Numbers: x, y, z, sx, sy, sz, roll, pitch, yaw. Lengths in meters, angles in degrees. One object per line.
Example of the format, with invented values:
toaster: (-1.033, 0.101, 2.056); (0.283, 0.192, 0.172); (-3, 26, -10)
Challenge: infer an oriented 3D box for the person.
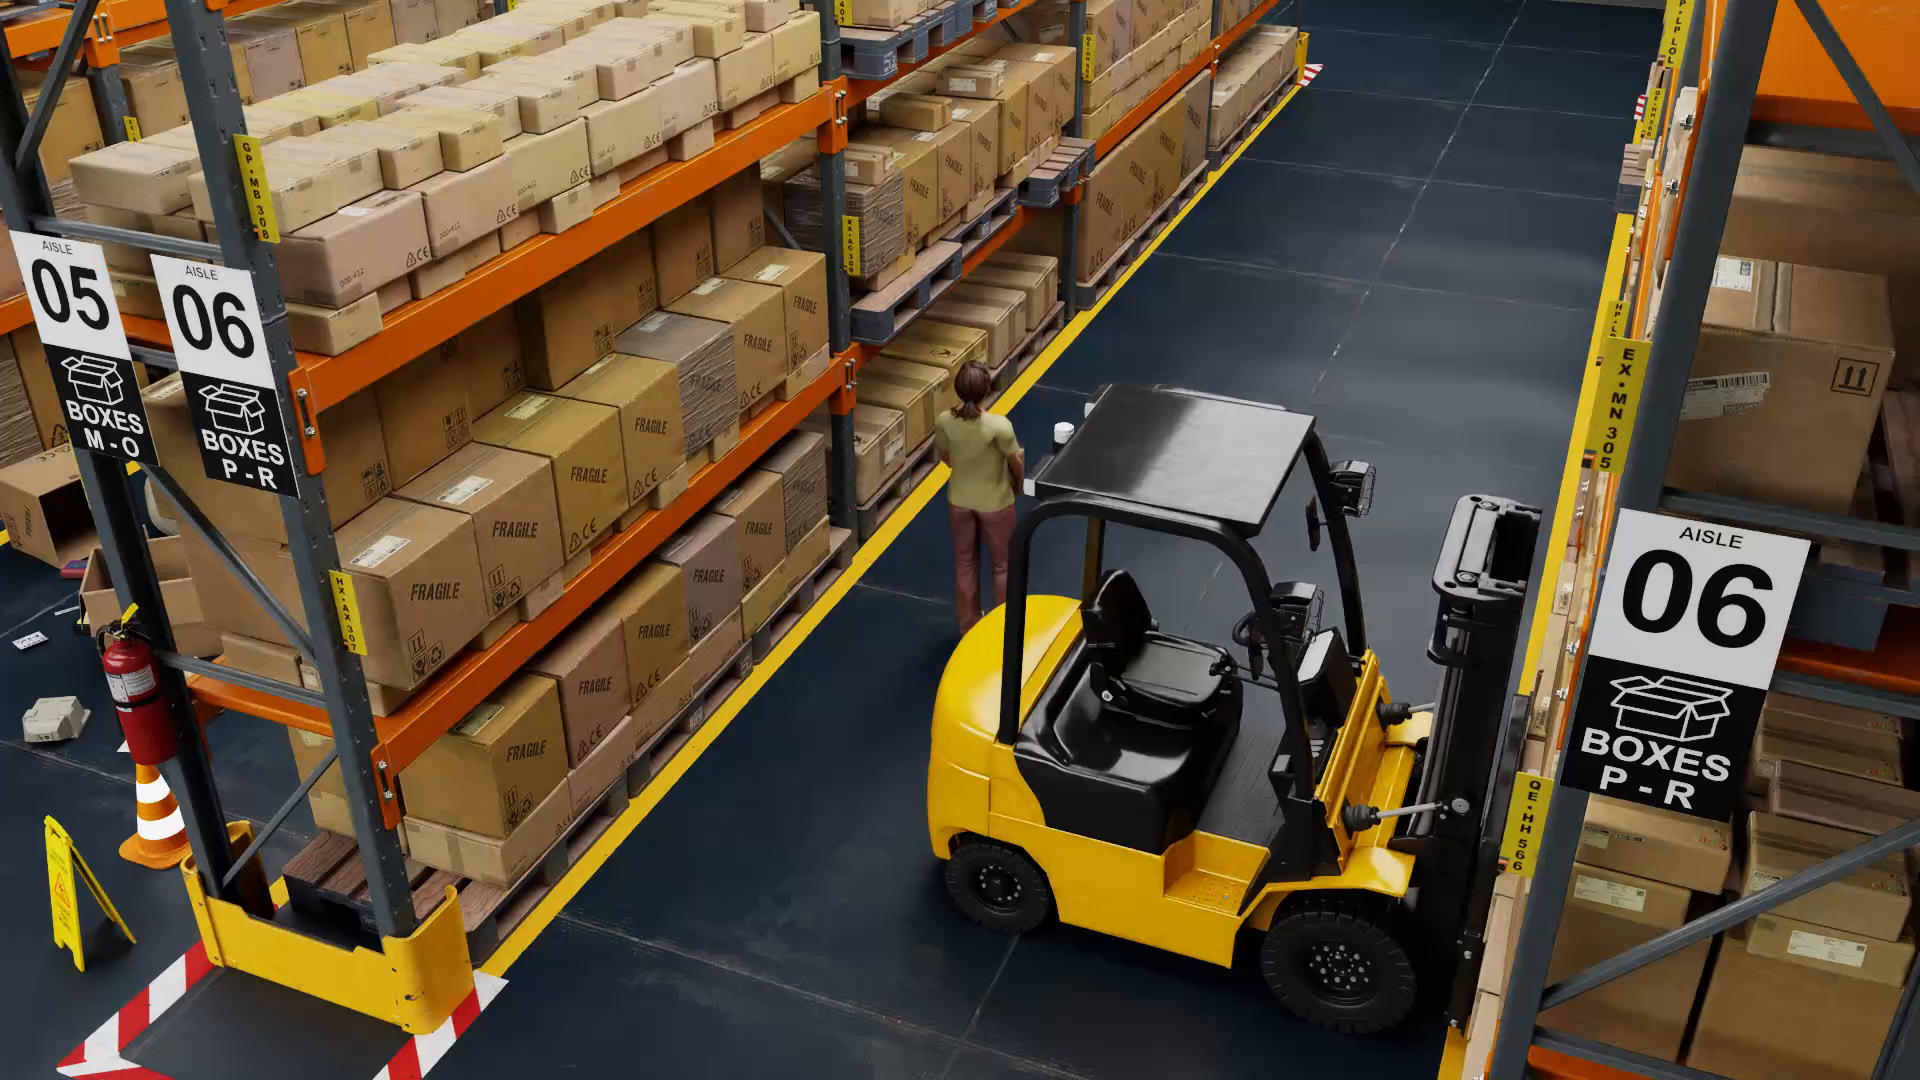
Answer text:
person: (0.113, -0.208, 8.751); (0.465, 1.676, 0.514); (10, 31, 17)
